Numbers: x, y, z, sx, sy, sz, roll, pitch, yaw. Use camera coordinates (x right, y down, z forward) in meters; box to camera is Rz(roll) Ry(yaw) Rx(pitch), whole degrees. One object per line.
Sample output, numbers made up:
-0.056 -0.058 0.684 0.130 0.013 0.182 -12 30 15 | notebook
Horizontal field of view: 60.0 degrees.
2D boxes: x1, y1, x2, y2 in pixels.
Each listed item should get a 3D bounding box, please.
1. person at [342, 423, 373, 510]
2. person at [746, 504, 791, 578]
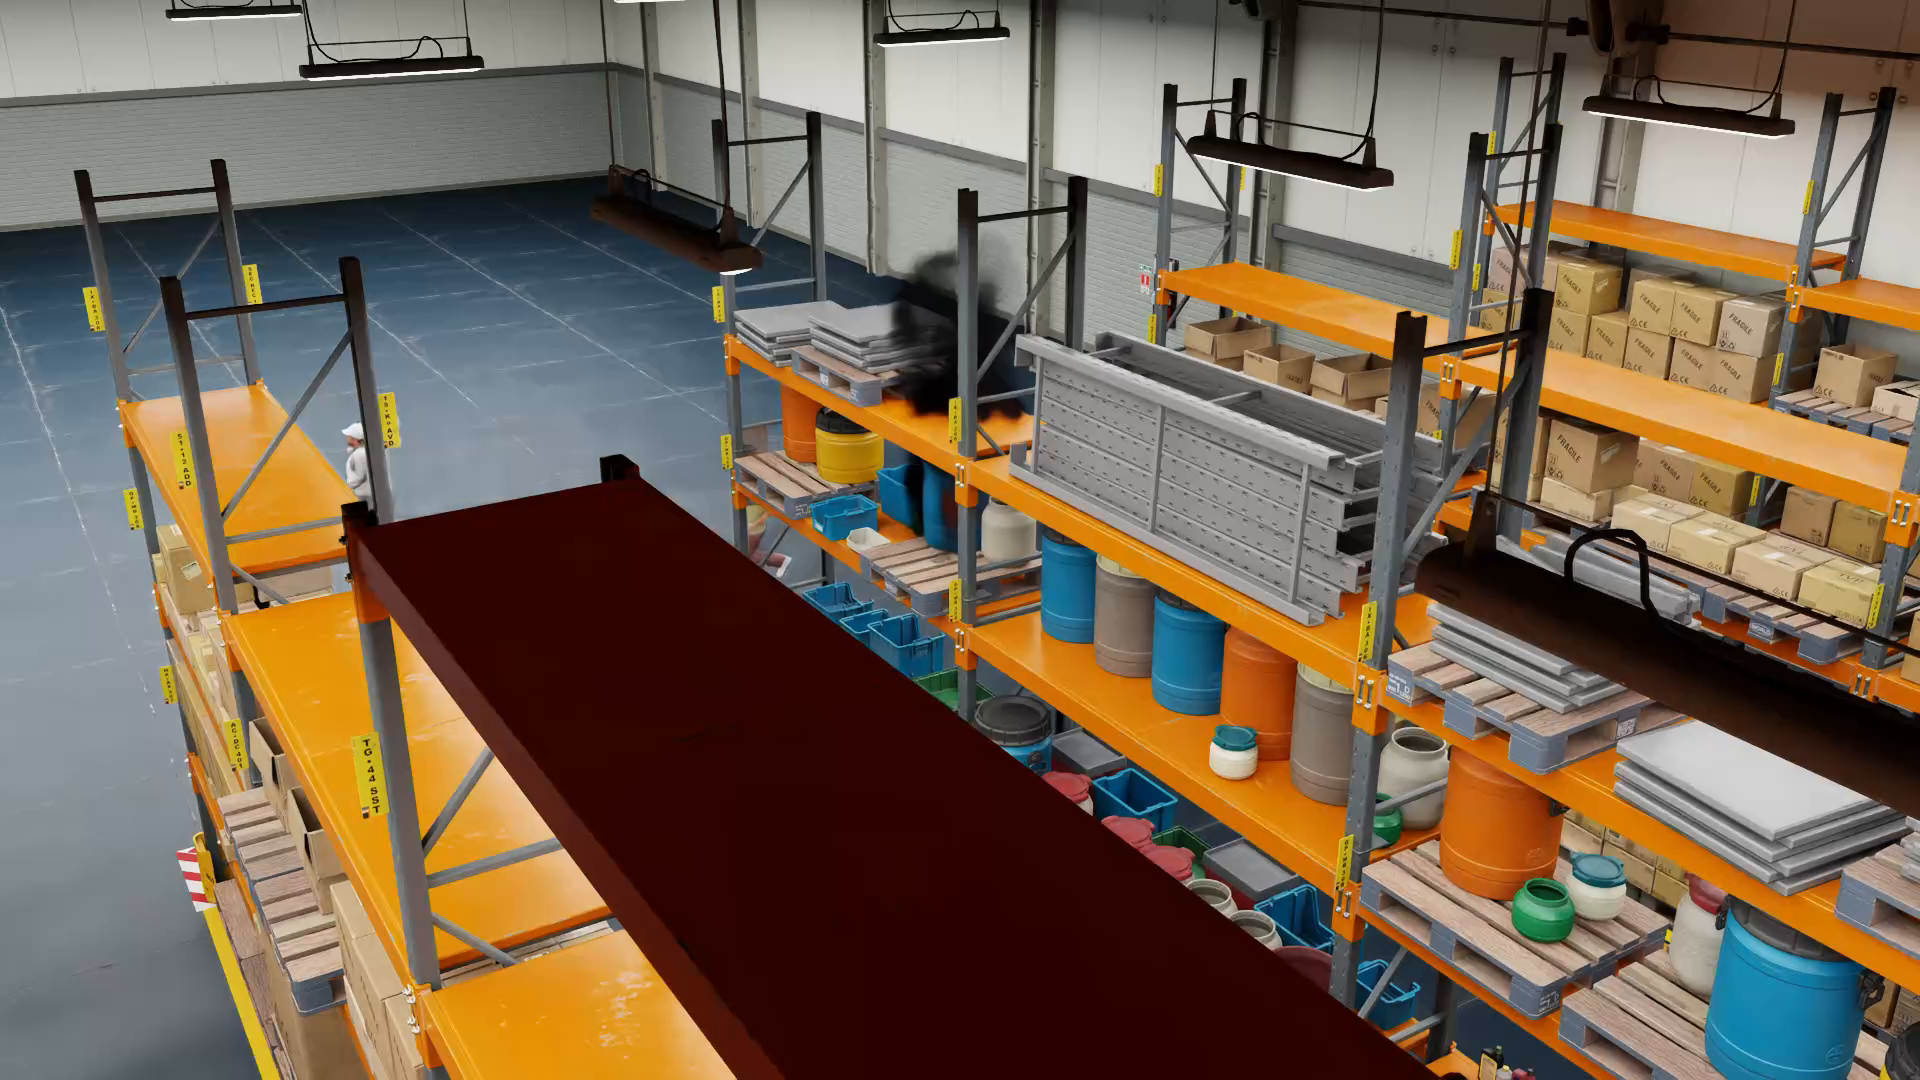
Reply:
-7.374 -0.607 20.586 0.575 1.741 0.675 -4 22 -11 | person
-2.391 -0.108 19.505 0.806 1.623 0.593 -3 22 -8 | person
